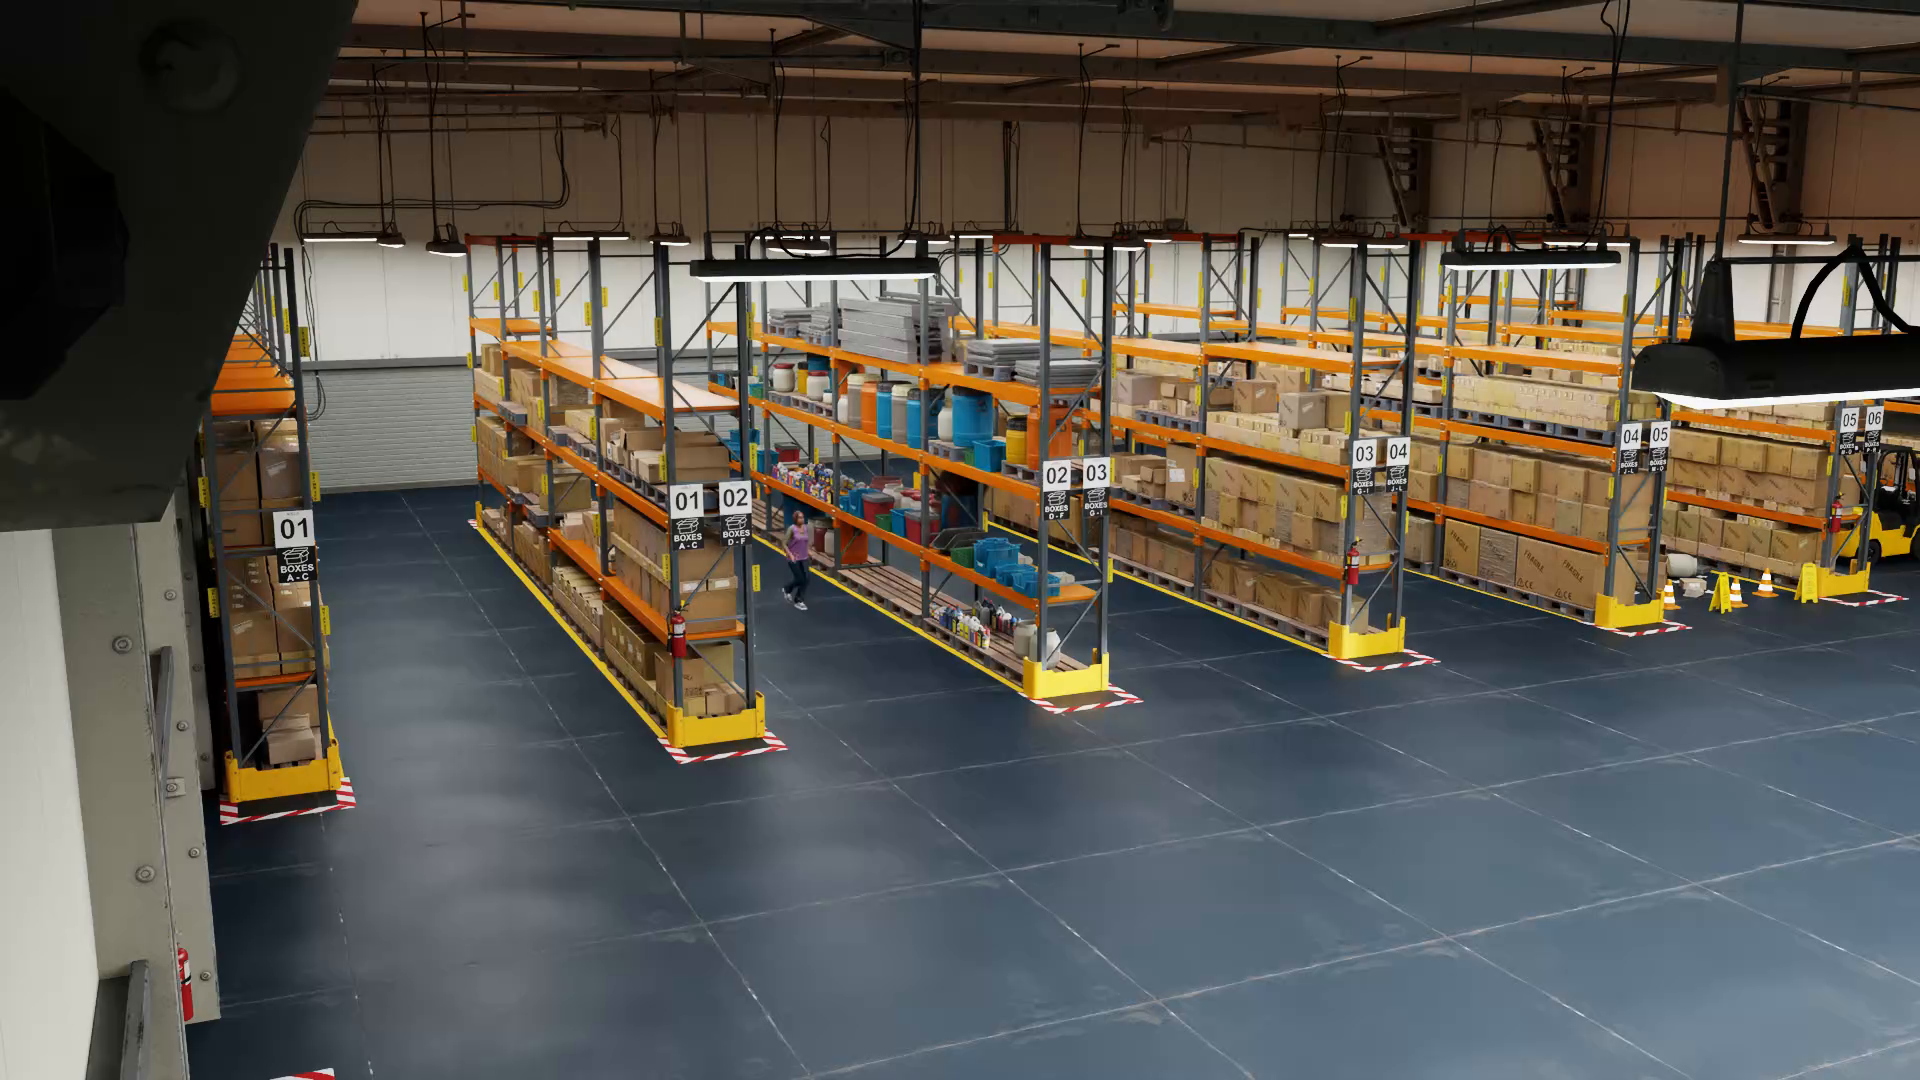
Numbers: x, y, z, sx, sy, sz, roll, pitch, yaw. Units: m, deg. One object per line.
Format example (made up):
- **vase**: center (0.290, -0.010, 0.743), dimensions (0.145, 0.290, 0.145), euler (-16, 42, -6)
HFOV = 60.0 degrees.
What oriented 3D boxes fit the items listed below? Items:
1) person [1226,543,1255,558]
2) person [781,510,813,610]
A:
- **person**: center (5.369, -0.599, 31.652), dimensions (0.725, 1.755, 0.965), euler (-6, 13, -30)
- **person**: center (-2.557, 0.298, 26.013), dimensions (0.522, 1.564, 0.521), euler (-9, 14, -40)
